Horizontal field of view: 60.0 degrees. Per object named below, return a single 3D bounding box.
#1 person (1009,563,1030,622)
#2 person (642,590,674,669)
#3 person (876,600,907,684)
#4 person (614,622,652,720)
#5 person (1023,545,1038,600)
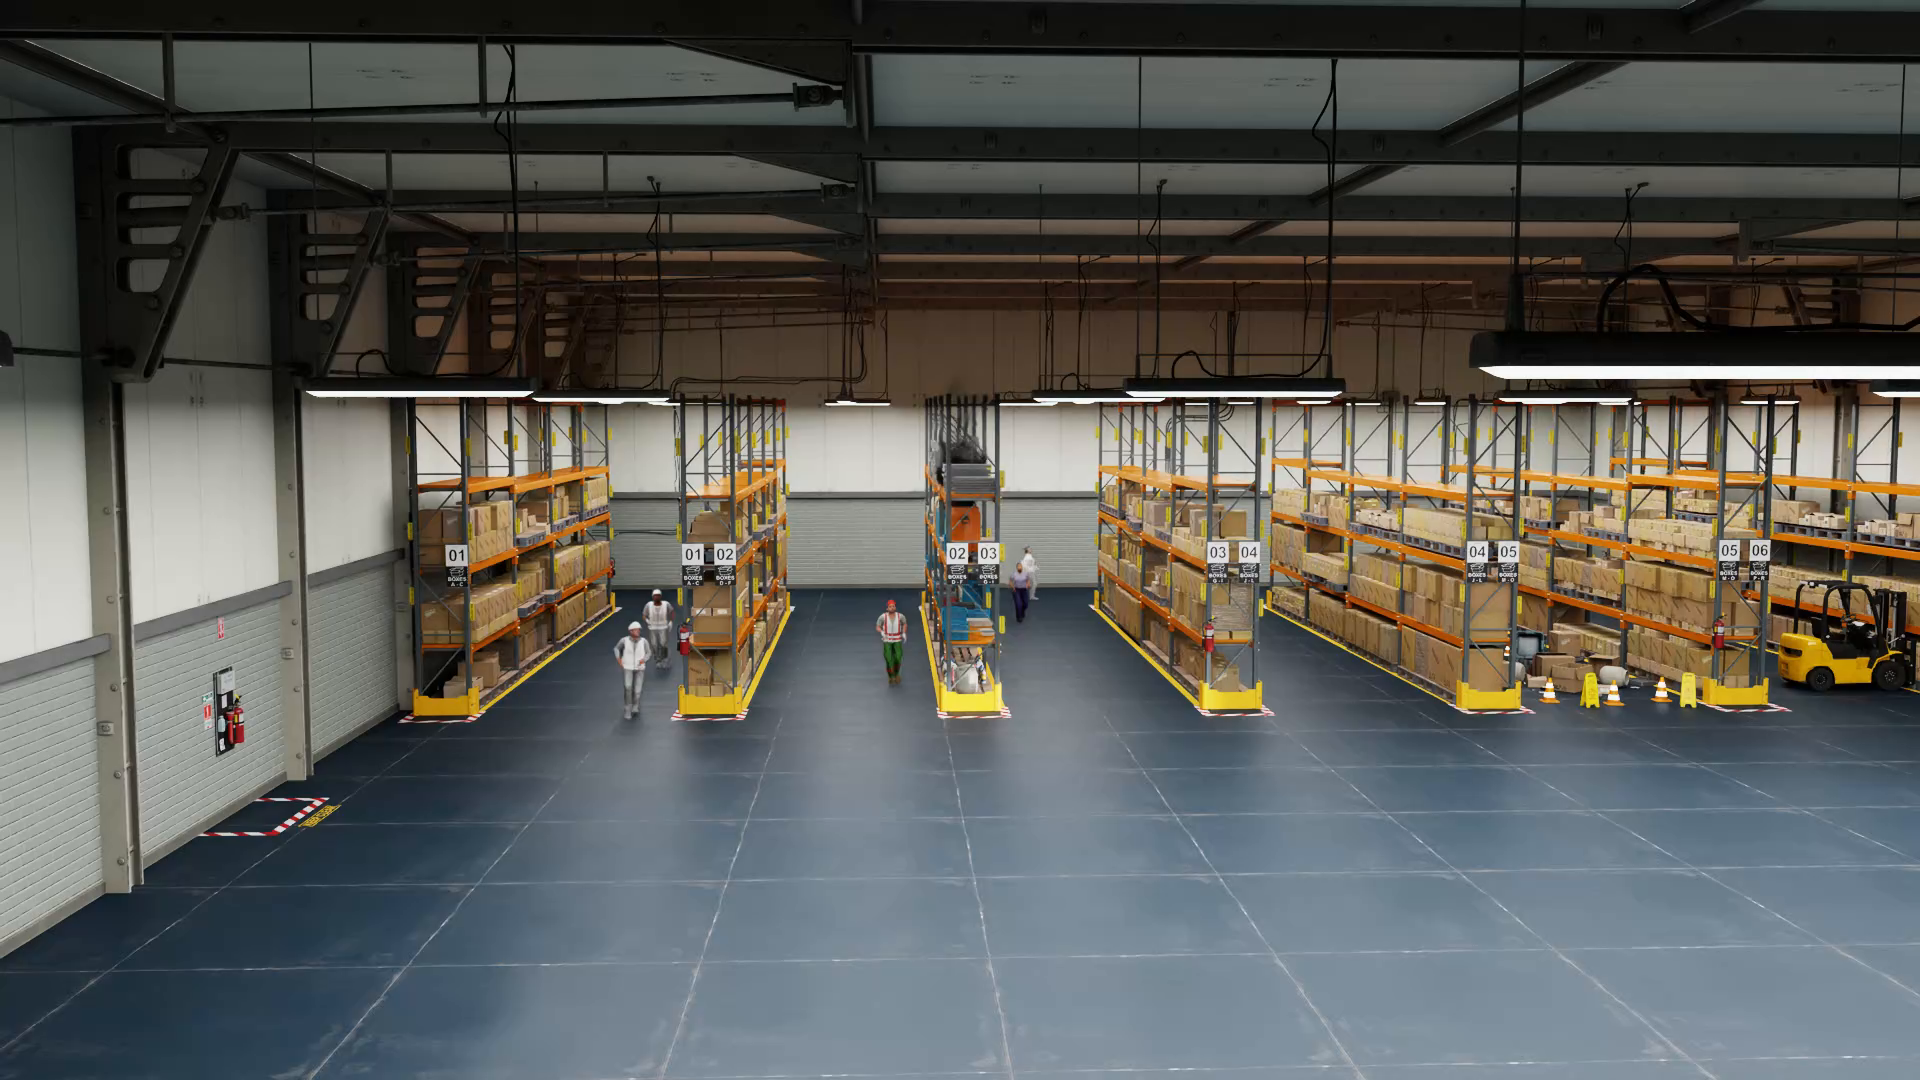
[{"bbox_3d":[1.605,1.404,44.568,0.586,1.601,0.544,-1,5,-9],"label":"person"},{"bbox_3d":[-6.626,1.964,36.442,0.674,1.761,0.643,0,5,-5],"label":"person"},{"bbox_3d":[-1.412,2.119,34.410,0.648,1.759,0.628,0,5,-4],"label":"person"},{"bbox_3d":[-6.057,2.413,30.884,0.661,1.805,0.717,-2,5,-20],"label":"person"},{"bbox_3d":[2.033,0.967,49.780,0.651,1.645,0.618,1,5,12],"label":"person"}]
